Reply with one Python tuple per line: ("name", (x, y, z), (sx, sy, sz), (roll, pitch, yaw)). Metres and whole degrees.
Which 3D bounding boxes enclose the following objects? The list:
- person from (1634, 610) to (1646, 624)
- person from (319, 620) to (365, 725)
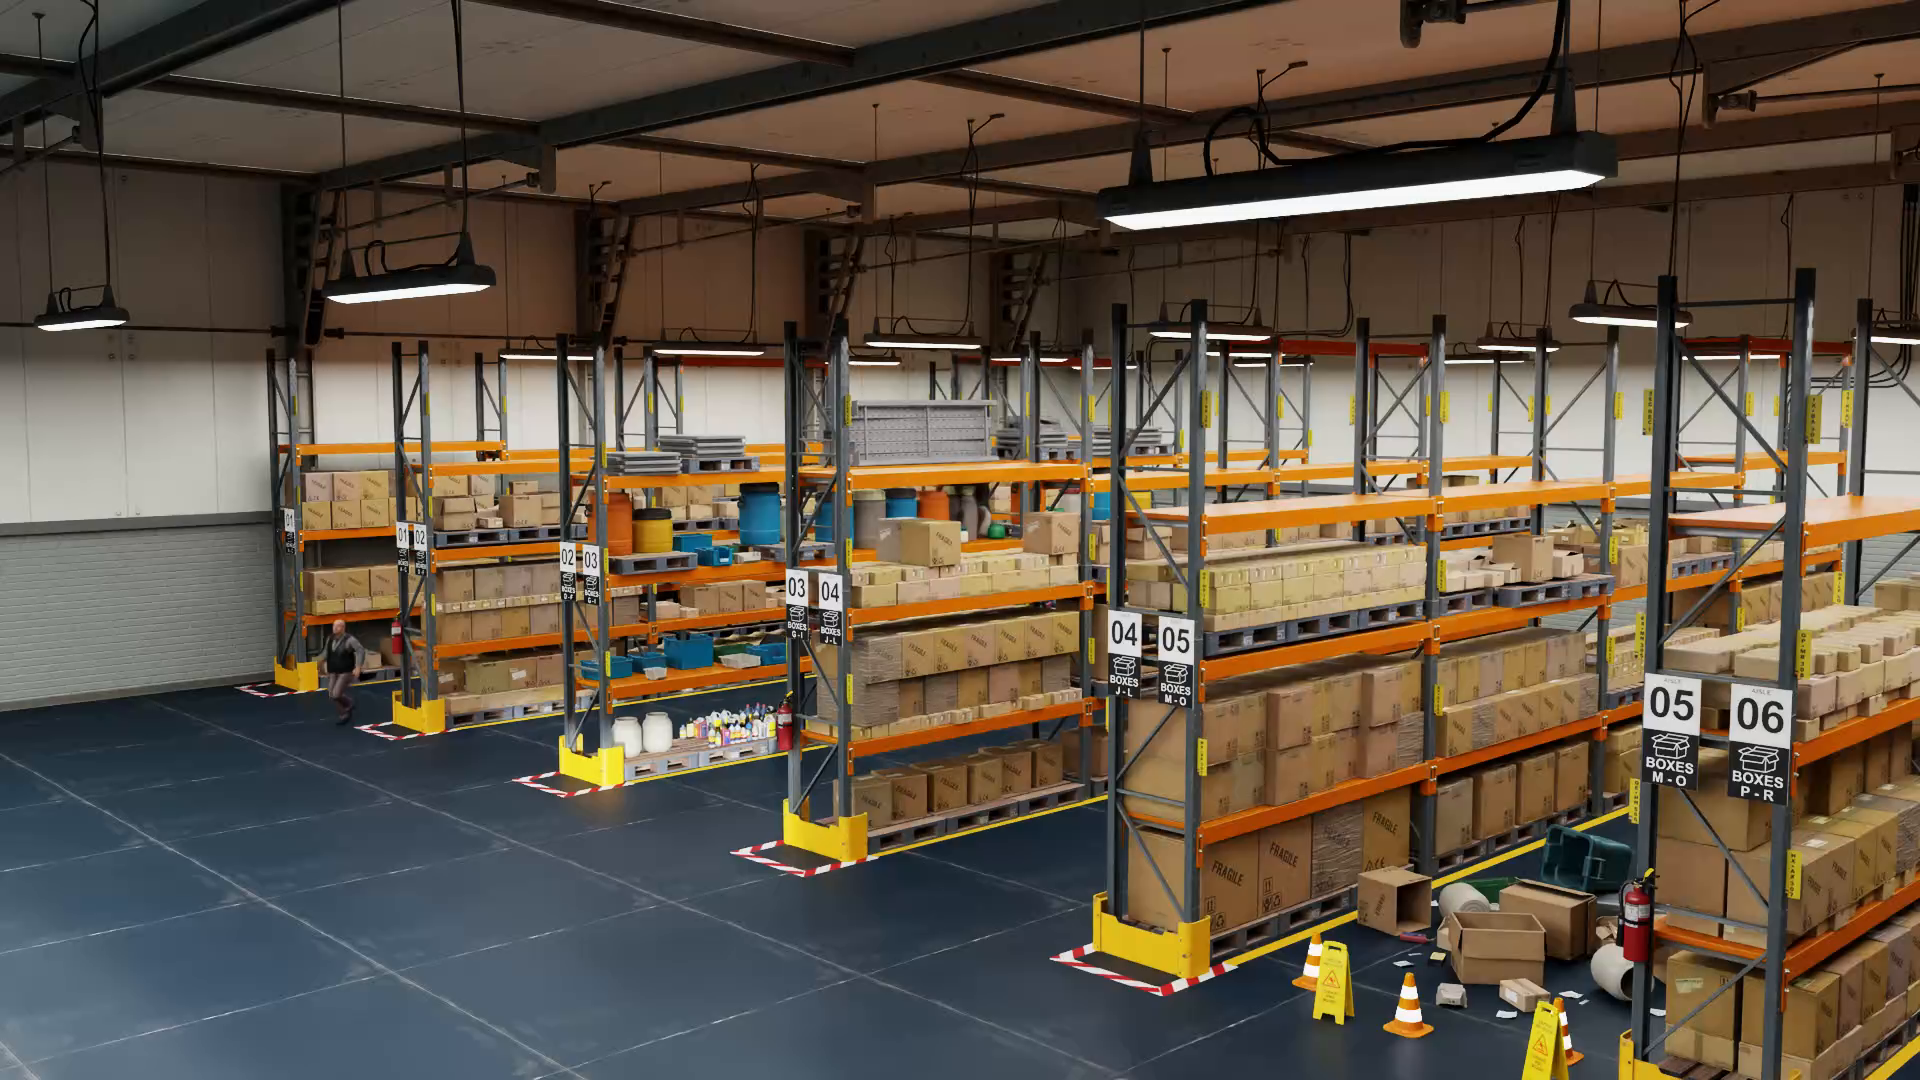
("person", (10.900, 2.001, 26.590), (0.786, 1.764, 0.708), (-5, 7, -43))
("person", (-9.714, 2.085, 26.047), (0.679, 1.678, 0.598), (2, 5, 18))
